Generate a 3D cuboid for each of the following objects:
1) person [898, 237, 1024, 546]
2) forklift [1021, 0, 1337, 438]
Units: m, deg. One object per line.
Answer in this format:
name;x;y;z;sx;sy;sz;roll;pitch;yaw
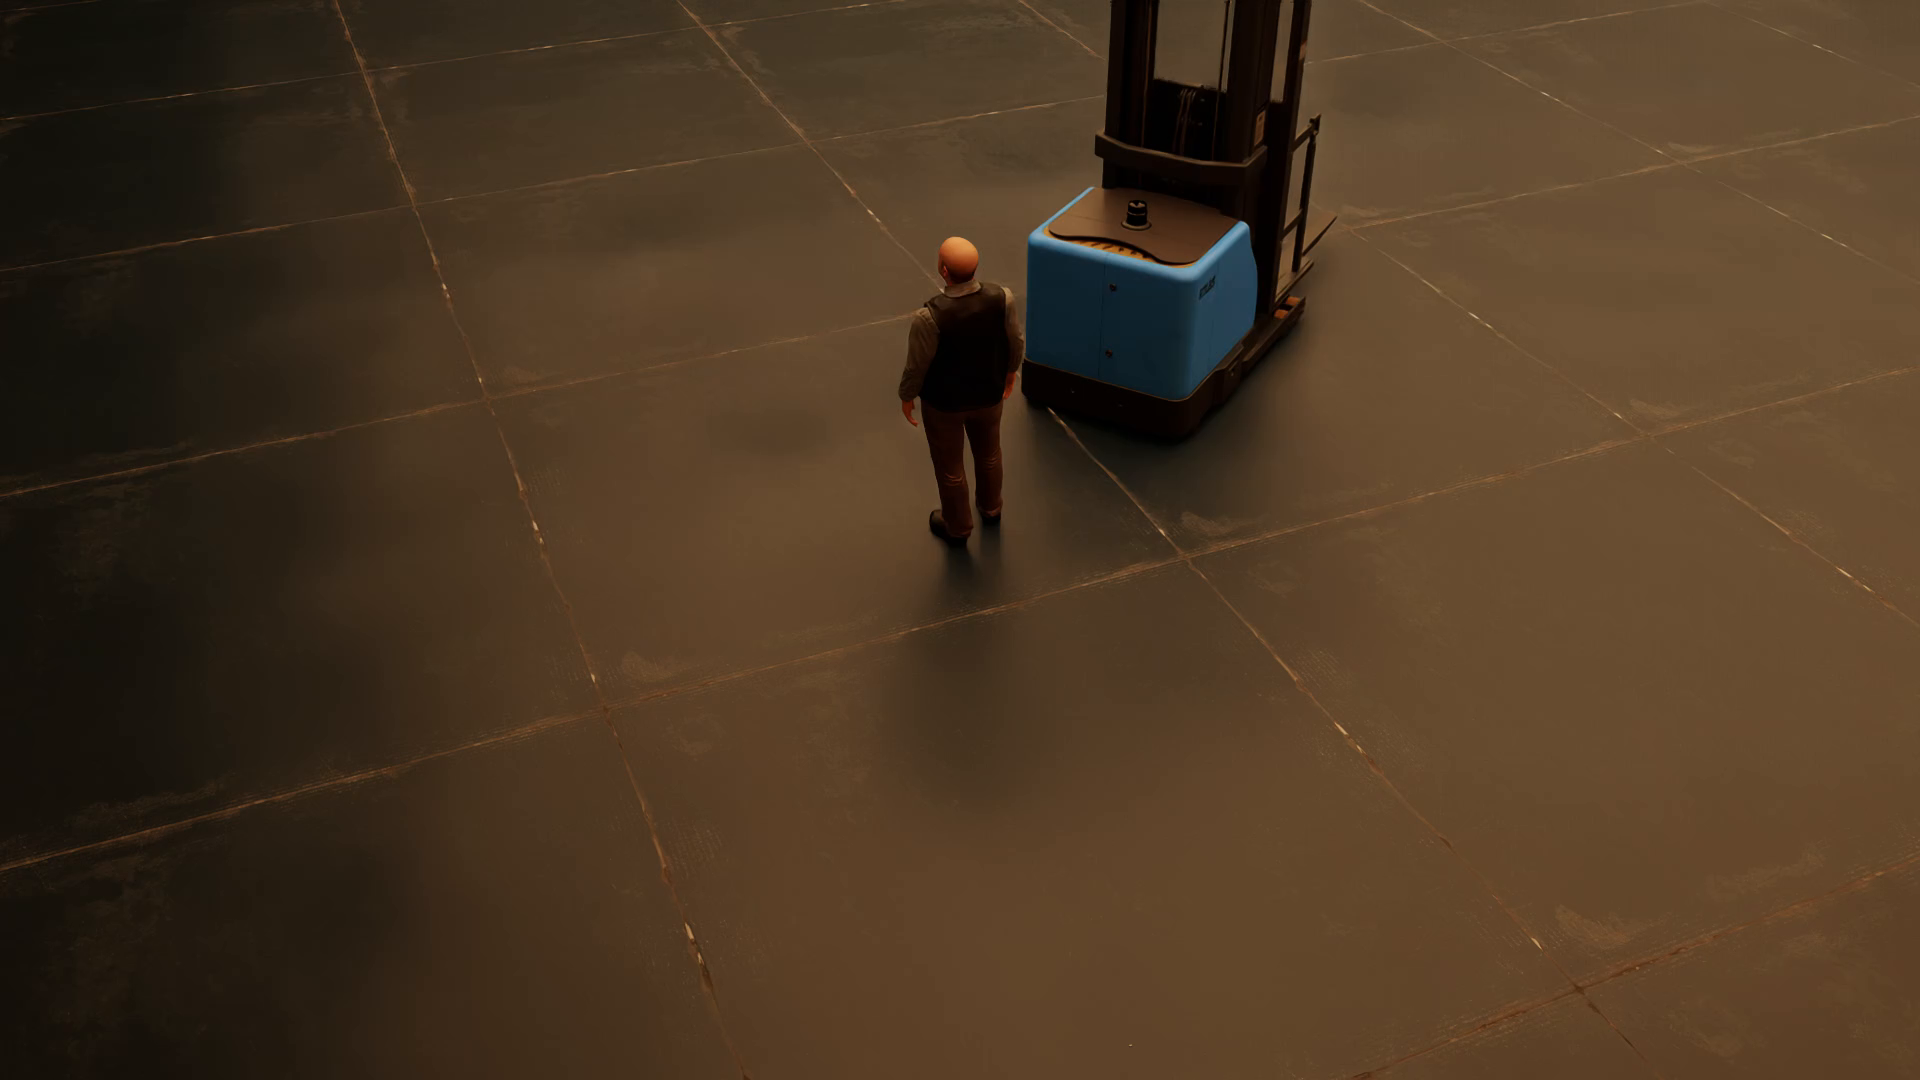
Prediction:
person;-0.018;-0.743;8.174;0.633;1.722;0.566;-14;38;-19
forklift;1.534;-2.595;9.748;1.130;2.935;3.031;19;39;24
